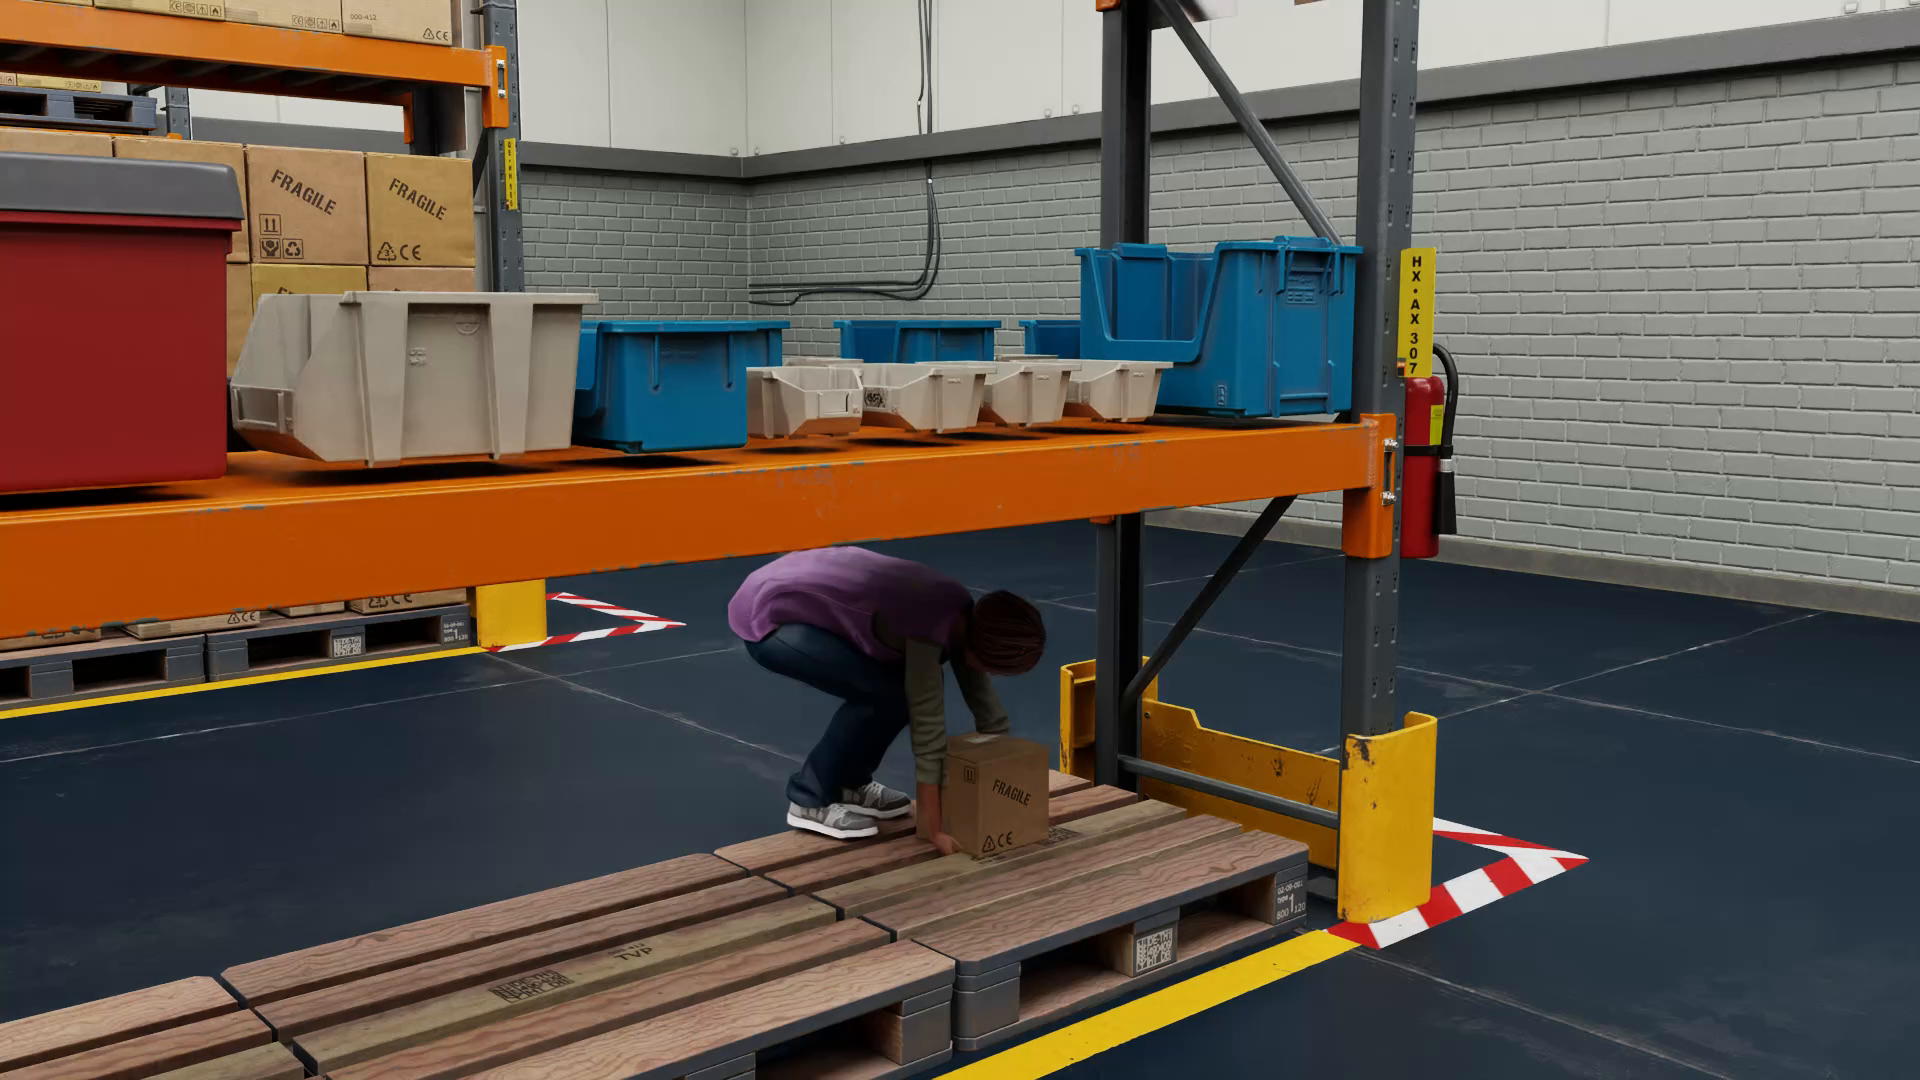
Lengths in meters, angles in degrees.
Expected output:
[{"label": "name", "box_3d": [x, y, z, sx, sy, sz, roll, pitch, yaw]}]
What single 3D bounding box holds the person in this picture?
[{"label": "person", "box_3d": [-0.192, 0.418, 4.431, 0.871, 0.802, 0.420, 3, 8, 19]}]
